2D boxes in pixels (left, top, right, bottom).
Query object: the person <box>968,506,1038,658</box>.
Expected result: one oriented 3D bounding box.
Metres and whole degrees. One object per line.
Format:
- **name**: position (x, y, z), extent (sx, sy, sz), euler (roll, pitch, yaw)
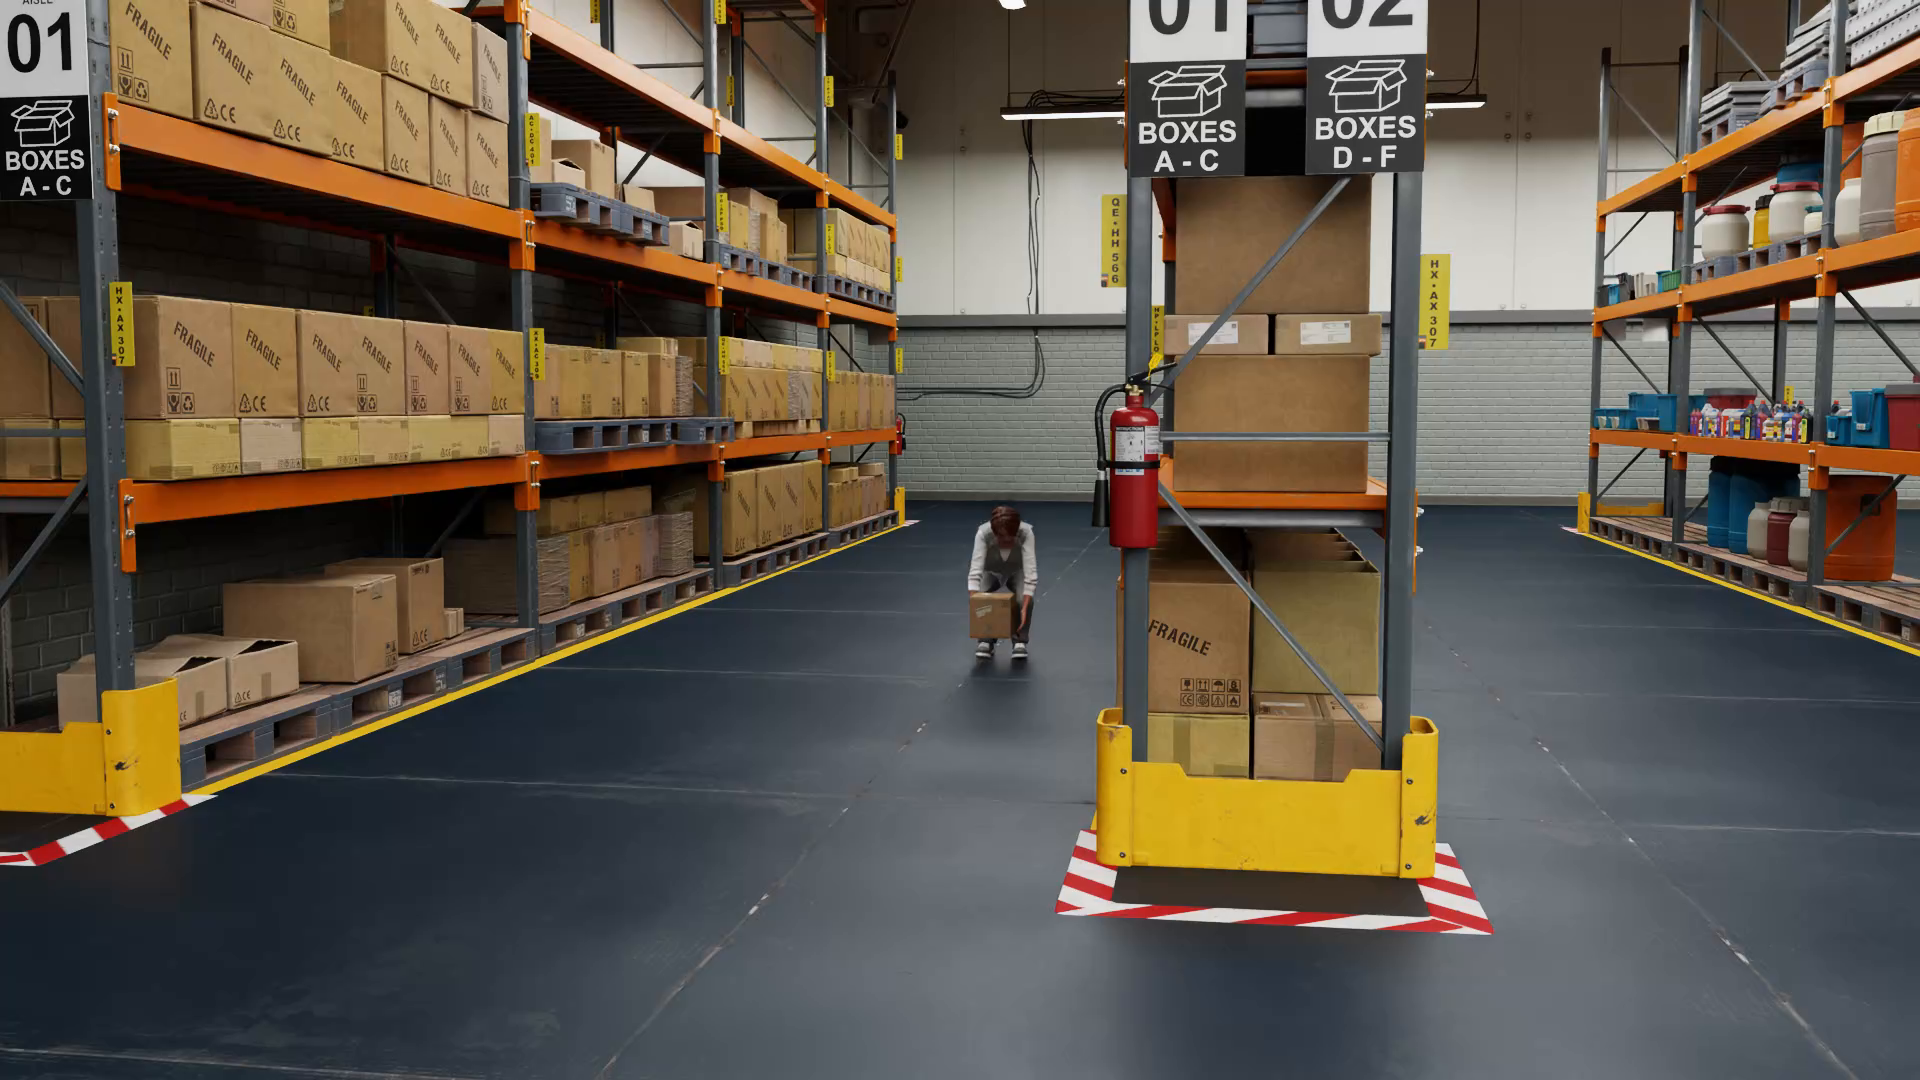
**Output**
- **person**: position (0.287, 0.269, 10.613), extent (0.453, 0.984, 0.765), euler (1, 5, 8)
